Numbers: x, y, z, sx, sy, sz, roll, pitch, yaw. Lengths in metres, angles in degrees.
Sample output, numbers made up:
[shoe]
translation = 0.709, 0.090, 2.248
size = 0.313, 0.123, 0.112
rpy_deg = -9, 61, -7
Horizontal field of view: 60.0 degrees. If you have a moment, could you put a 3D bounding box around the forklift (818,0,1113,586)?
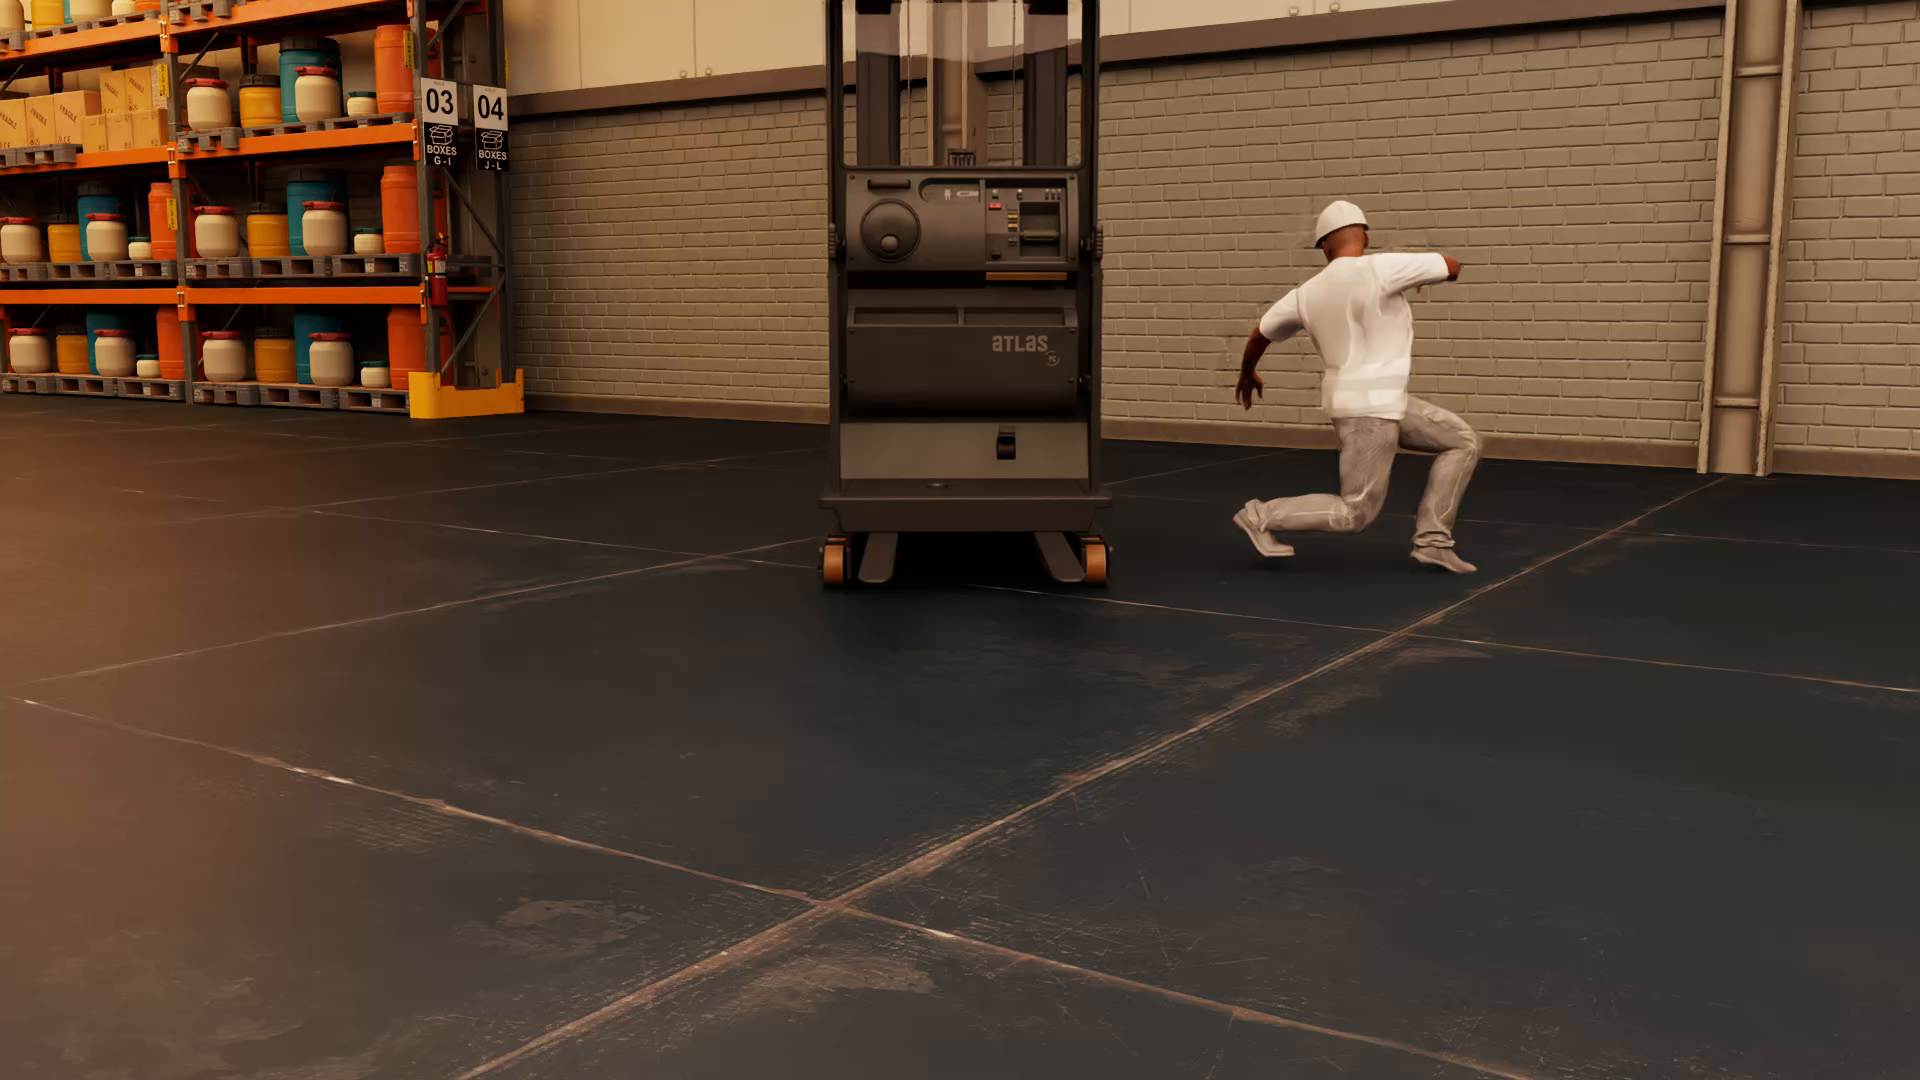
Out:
[forklift]
translation = 0.015, -1.316, 6.450
size = 1.130, 2.935, 3.031
rpy_deg = 0, 8, -1

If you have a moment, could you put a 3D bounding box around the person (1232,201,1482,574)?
[person]
translation = 1.610, -0.622, 6.812
size = 0.973, 1.503, 0.839
rpy_deg = 0, 8, 2
